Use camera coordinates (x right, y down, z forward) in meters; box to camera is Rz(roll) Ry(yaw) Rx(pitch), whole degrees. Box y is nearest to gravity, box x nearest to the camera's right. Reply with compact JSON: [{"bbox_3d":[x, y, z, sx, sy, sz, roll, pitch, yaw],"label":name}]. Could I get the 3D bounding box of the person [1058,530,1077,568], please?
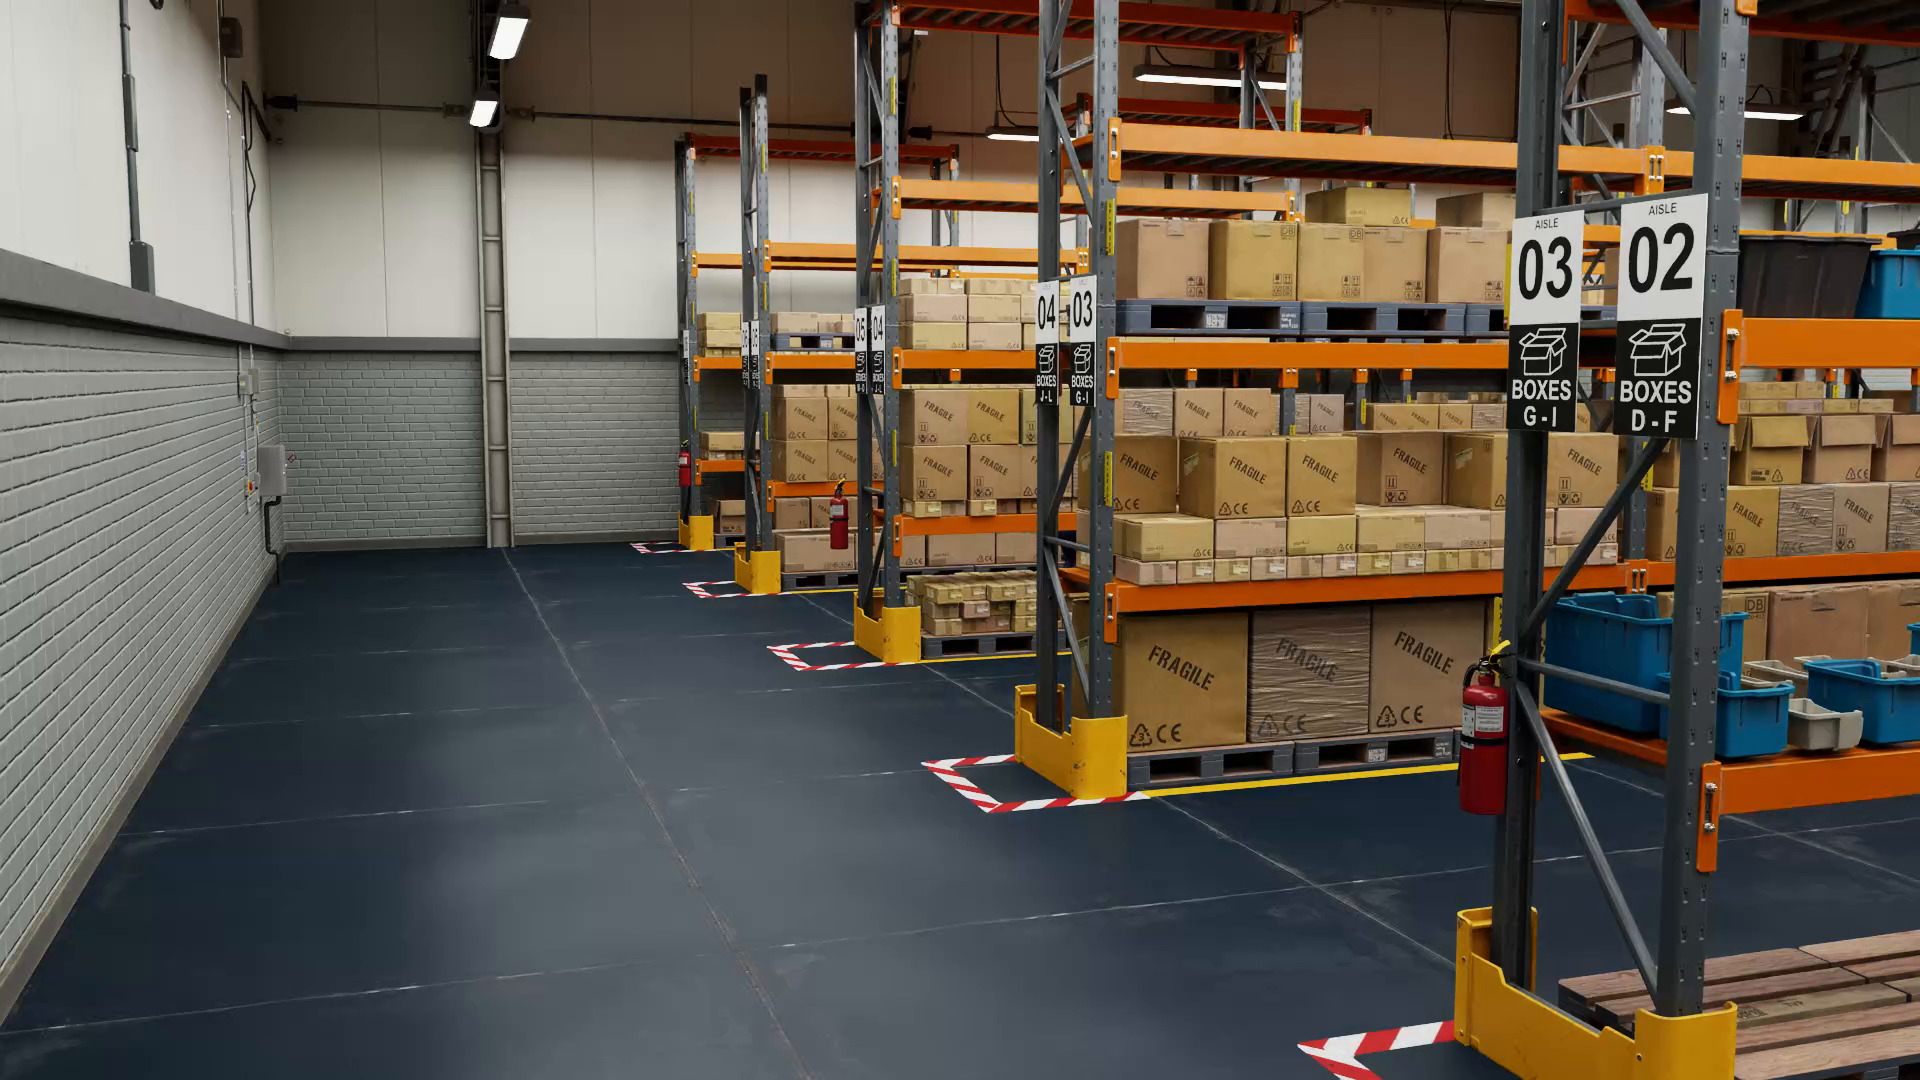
[{"bbox_3d":[1.294,-0.107,18.742,0.367,1.652,0.552,-2,6,-20],"label":"person"}]
